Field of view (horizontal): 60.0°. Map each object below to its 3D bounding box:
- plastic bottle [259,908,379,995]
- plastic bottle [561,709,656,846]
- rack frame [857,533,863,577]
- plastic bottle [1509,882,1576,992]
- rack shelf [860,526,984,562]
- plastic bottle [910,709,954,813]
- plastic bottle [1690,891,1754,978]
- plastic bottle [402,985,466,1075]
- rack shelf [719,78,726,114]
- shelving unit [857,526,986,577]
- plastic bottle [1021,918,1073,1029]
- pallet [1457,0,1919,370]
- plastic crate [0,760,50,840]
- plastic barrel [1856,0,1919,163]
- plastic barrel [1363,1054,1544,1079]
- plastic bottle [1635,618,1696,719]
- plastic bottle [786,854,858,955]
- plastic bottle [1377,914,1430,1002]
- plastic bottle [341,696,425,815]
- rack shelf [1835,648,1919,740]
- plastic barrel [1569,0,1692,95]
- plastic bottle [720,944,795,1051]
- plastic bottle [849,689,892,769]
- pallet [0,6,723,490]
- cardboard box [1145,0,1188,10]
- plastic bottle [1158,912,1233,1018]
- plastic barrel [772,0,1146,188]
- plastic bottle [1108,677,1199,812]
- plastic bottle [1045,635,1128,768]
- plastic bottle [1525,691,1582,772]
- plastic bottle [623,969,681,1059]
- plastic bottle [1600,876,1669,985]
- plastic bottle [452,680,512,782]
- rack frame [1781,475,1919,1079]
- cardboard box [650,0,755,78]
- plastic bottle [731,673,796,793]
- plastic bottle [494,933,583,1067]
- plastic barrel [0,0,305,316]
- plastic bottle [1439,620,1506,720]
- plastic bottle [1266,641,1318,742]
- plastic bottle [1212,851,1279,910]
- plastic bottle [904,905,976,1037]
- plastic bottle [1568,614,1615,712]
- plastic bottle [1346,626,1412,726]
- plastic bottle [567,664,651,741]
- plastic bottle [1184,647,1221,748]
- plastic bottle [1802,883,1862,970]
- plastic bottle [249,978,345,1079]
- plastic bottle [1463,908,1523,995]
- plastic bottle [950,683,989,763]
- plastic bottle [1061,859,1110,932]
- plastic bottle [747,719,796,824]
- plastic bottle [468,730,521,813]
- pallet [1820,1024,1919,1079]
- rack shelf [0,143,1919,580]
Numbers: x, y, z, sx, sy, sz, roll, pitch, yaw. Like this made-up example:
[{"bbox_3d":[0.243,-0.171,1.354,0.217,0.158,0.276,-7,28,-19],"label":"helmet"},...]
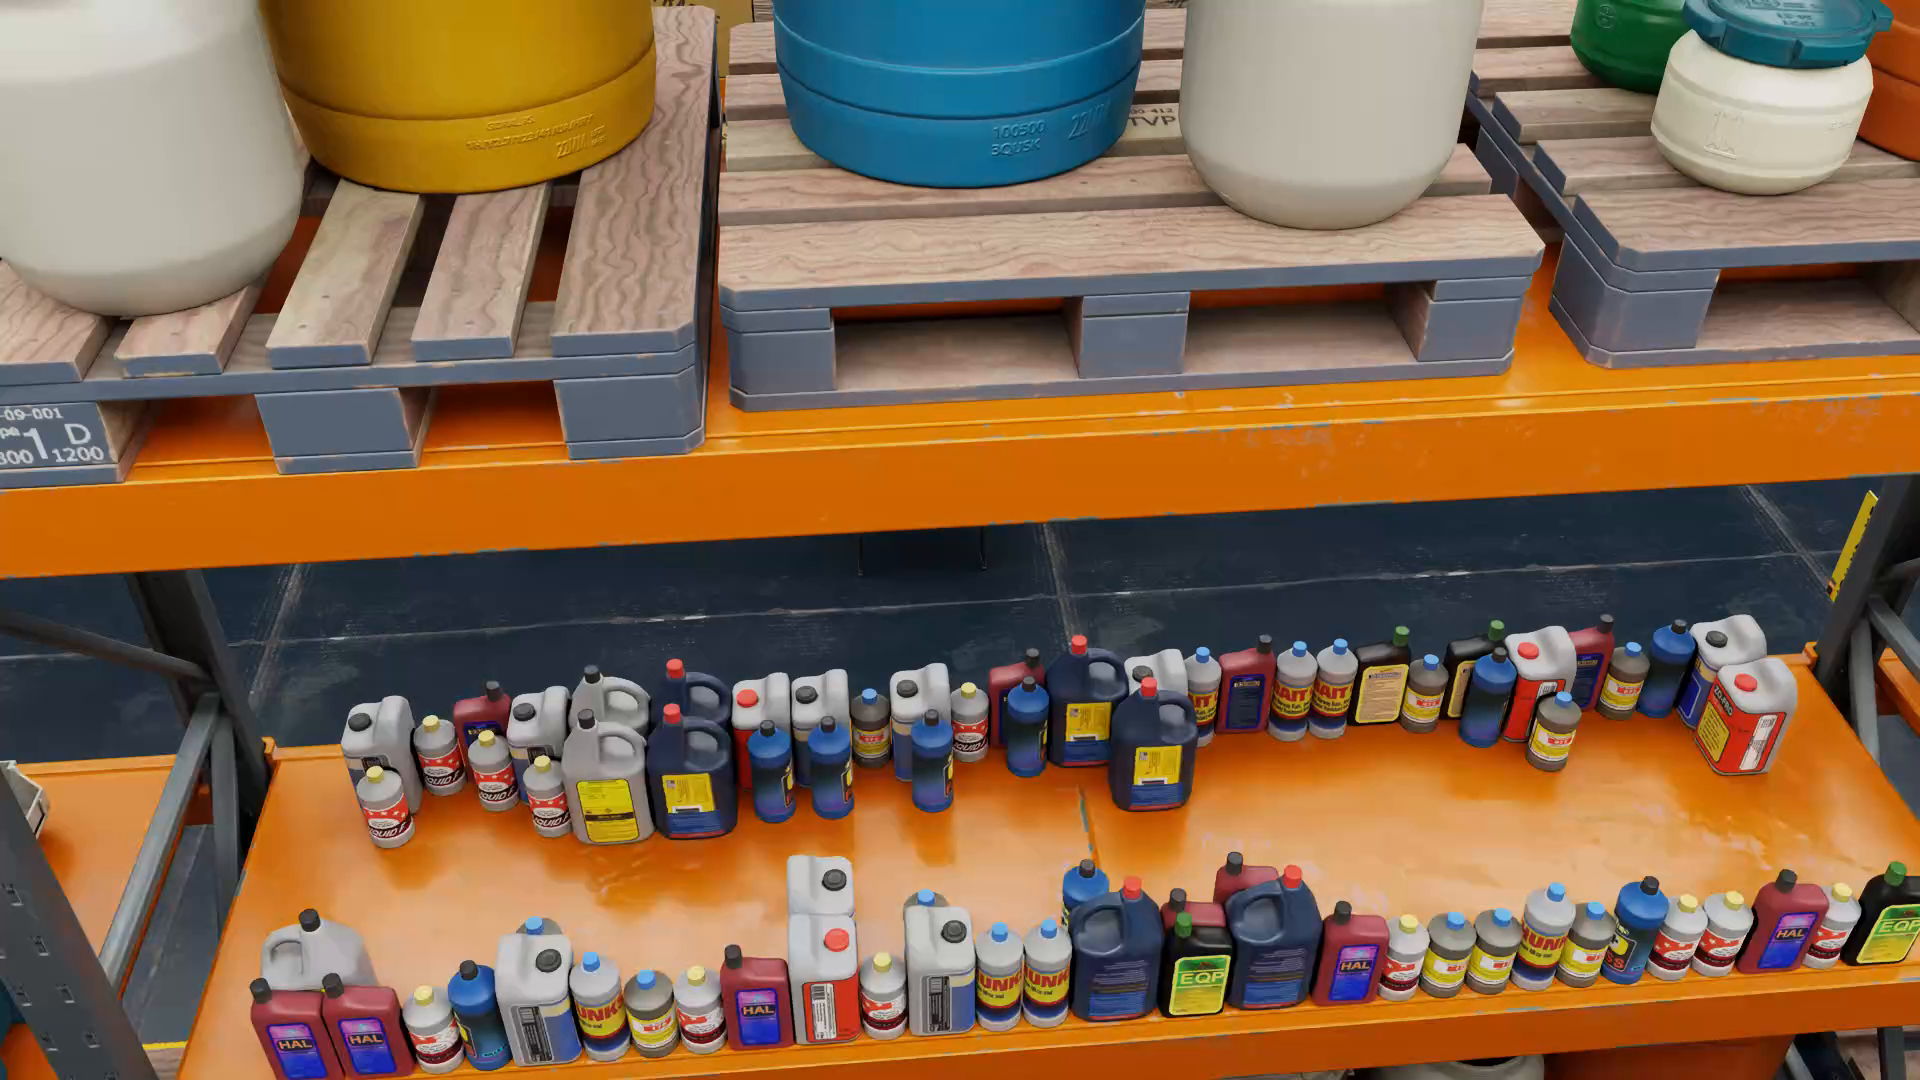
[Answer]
[{"bbox_3d":[-1.269,0.856,3.283,0.185,0.351,0.144,-3,38,-4],"label":"plastic bottle"},{"bbox_3d":[-0.789,0.514,3.716,0.185,0.351,0.144,-3,38,-4],"label":"plastic bottle"},{"bbox_3d":[-0.408,-0.802,6.071,0.015,2.100,0.400,-3,38,-4],"label":"rack frame"},{"bbox_3d":[1.197,0.804,3.413,0.097,0.271,0.097,0,38,0],"label":"plastic bottle"},{"bbox_3d":[-0.165,-0.255,6.530,0.480,0.518,0.431,-3,38,-4],"label":"rack shelf"},{"bbox_3d":[-0.064,0.496,3.804,0.097,0.271,0.097,0,38,0],"label":"plastic bottle"},{"bbox_3d":[1.584,0.810,3.462,0.097,0.201,0.097,0,38,0],"label":"plastic bottle"},{"bbox_3d":[-1.039,0.954,3.279,0.097,0.201,0.097,0,38,0],"label":"plastic bottle"},{"bbox_3d":[-0.135,-2.225,7.729,4.000,0.370,1.077,-3,38,-4],"label":"rack shelf"},{"bbox_3d":[-0.165,-0.815,6.088,0.503,2.100,0.431,-3,38,-4],"label":"shelving unit"},{"bbox_3d":[0.175,0.860,3.342,0.097,0.271,0.097,0,38,0],"label":"plastic bottle"},{"bbox_3d":[1.525,-0.683,2.925,1.213,0.211,1.003,-3,38,-4],"label":"pallet"},{"bbox_3d":[-2.165,0.676,3.637,0.243,0.136,0.396,-3,38,-4],"label":"plastic crate"},{"bbox_3d":[1.730,-1.043,2.543,0.708,0.830,0.600,-3,38,-4],"label":"plastic barrel"},{"bbox_3d":[1.256,1.374,4.256,0.421,0.512,0.421,0,38,0],"label":"plastic barrel"},{"bbox_3d":[1.718,0.303,4.048,0.097,0.271,0.097,0,38,0],"label":"plastic bottle"},{"bbox_3d":[-0.285,0.772,3.450,0.135,0.276,0.152,-3,38,-4],"label":"plastic bottle"},{"bbox_3d":[0.906,0.847,3.415,0.097,0.201,0.097,0,38,0],"label":"plastic bottle"},{"bbox_3d":[-1.324,0.486,3.813,0.135,0.276,0.152,-3,38,-4],"label":"plastic bottle"},{"bbox_3d":[4.288,0.612,4.134,4.000,0.370,1.077,-3,38,-4],"label":"rack shelf"},{"bbox_3d":[1.220,-0.926,2.867,0.294,0.245,0.294,0,38,0],"label":"plastic barrel"},{"bbox_3d":[-0.401,0.898,3.284,0.133,0.283,0.061,-3,38,-4],"label":"plastic bottle"},{"bbox_3d":[-0.211,0.437,3.935,0.097,0.201,0.097,0,38,0],"label":"plastic bottle"},{"bbox_3d":[-0.916,-0.548,2.754,1.003,0.211,1.213,-3,38,-4],"label":"pallet"},{"bbox_3d":[0.891,-2.453,7.356,0.500,0.500,0.500,-3,38,-4],"label":"cardboard box"},{"bbox_3d":[0.475,0.850,3.345,0.133,0.283,0.061,-3,38,-4],"label":"plastic bottle"},{"bbox_3d":[-0.002,-1.069,2.518,0.708,0.901,0.600,-3,38,-4],"label":"plastic barrel"},{"bbox_3d":[0.443,0.451,3.796,0.185,0.351,0.144,-3,38,-4],"label":"plastic bottle"},{"bbox_3d":[0.295,0.365,3.906,0.185,0.351,0.144,-3,38,-4],"label":"plastic bottle"},{"bbox_3d":[1.405,0.442,3.928,0.097,0.201,0.097,0,38,0],"label":"plastic bottle"},{"bbox_3d":[-0.614,0.931,3.309,0.097,0.201,0.097,0,38,0],"label":"plastic bottle"},{"bbox_3d":[1.390,0.793,3.427,0.097,0.271,0.097,0,38,0],"label":"plastic bottle"},{"bbox_3d":[-1.098,0.442,3.862,0.133,0.283,0.061,-3,38,-4],"label":"plastic bottle"},{"bbox_3d":[2.296,0.439,3.772,0.127,3.000,1.000,-3,38,-4],"label":"rack frame"},{"bbox_3d":[-1.146,-2.336,7.208,0.500,0.500,0.500,-3,38,-4],"label":"cardboard box"},{"bbox_3d":[-0.458,0.438,3.873,0.135,0.276,0.152,-3,38,-4],"label":"plastic bottle"},{"bbox_3d":[-0.829,0.897,3.292,0.135,0.276,0.152,-3,38,-4],"label":"plastic bottle"},{"bbox_3d":[-1.142,-0.612,2.233,0.433,0.535,0.433,0,38,0],"label":"plastic barrel"},{"bbox_3d":[1.238,0.314,4.025,0.133,0.283,0.061,-3,38,-4],"label":"plastic bottle"},{"bbox_3d":[0.798,0.354,3.984,0.097,0.271,0.097,0,38,0],"label":"plastic bottle"},{"bbox_3d":[0.595,0.754,3.467,0.133,0.283,0.061,-3,38,-4],"label":"plastic bottle"},{"bbox_3d":[-0.040,0.853,3.347,0.135,0.276,0.152,-3,38,-4],"label":"plastic bottle"},{"bbox_3d":[1.505,0.299,4.044,0.133,0.283,0.061,-3,38,-4],"label":"plastic bottle"},{"bbox_3d":[1.008,0.326,4.009,0.133,0.283,0.061,-3,38,-4],"label":"plastic bottle"},{"bbox_3d":[-0.802,0.425,3.829,0.185,0.351,0.144,-3,38,-4],"label":"plastic bottle"},{"bbox_3d":[0.568,0.367,3.968,0.097,0.271,0.097,0,38,0],"label":"plastic bottle"},{"bbox_3d":[1.814,0.797,3.478,0.097,0.201,0.097,0,38,0],"label":"plastic bottle"},{"bbox_3d":[-1.285,0.947,3.222,0.133,0.283,0.061,-3,38,-4],"label":"plastic bottle"},{"bbox_3d":[1.100,0.837,3.428,0.097,0.201,0.097,0,38,0],"label":"plastic bottle"},{"bbox_3d":[0.020,0.424,3.951,0.097,0.201,0.097,0,38,0],"label":"plastic bottle"},{"bbox_3d":[0.259,0.766,3.462,0.097,0.271,0.097,0,38,0],"label":"plastic bottle"},{"bbox_3d":[-0.429,0.516,3.778,0.097,0.271,0.097,0,38,0],"label":"plastic bottle"},{"bbox_3d":[-1.073,0.522,3.827,0.097,0.201,0.097,0,38,0],"label":"plastic bottle"},{"bbox_3d":[3.071,1.515,4.659,1.213,0.211,1.003,-3,38,-4],"label":"pallet"},{"bbox_3d":[0.304,-0.347,2.927,4.000,0.370,1.077,-3,38,-4],"label":"rack shelf"}]
